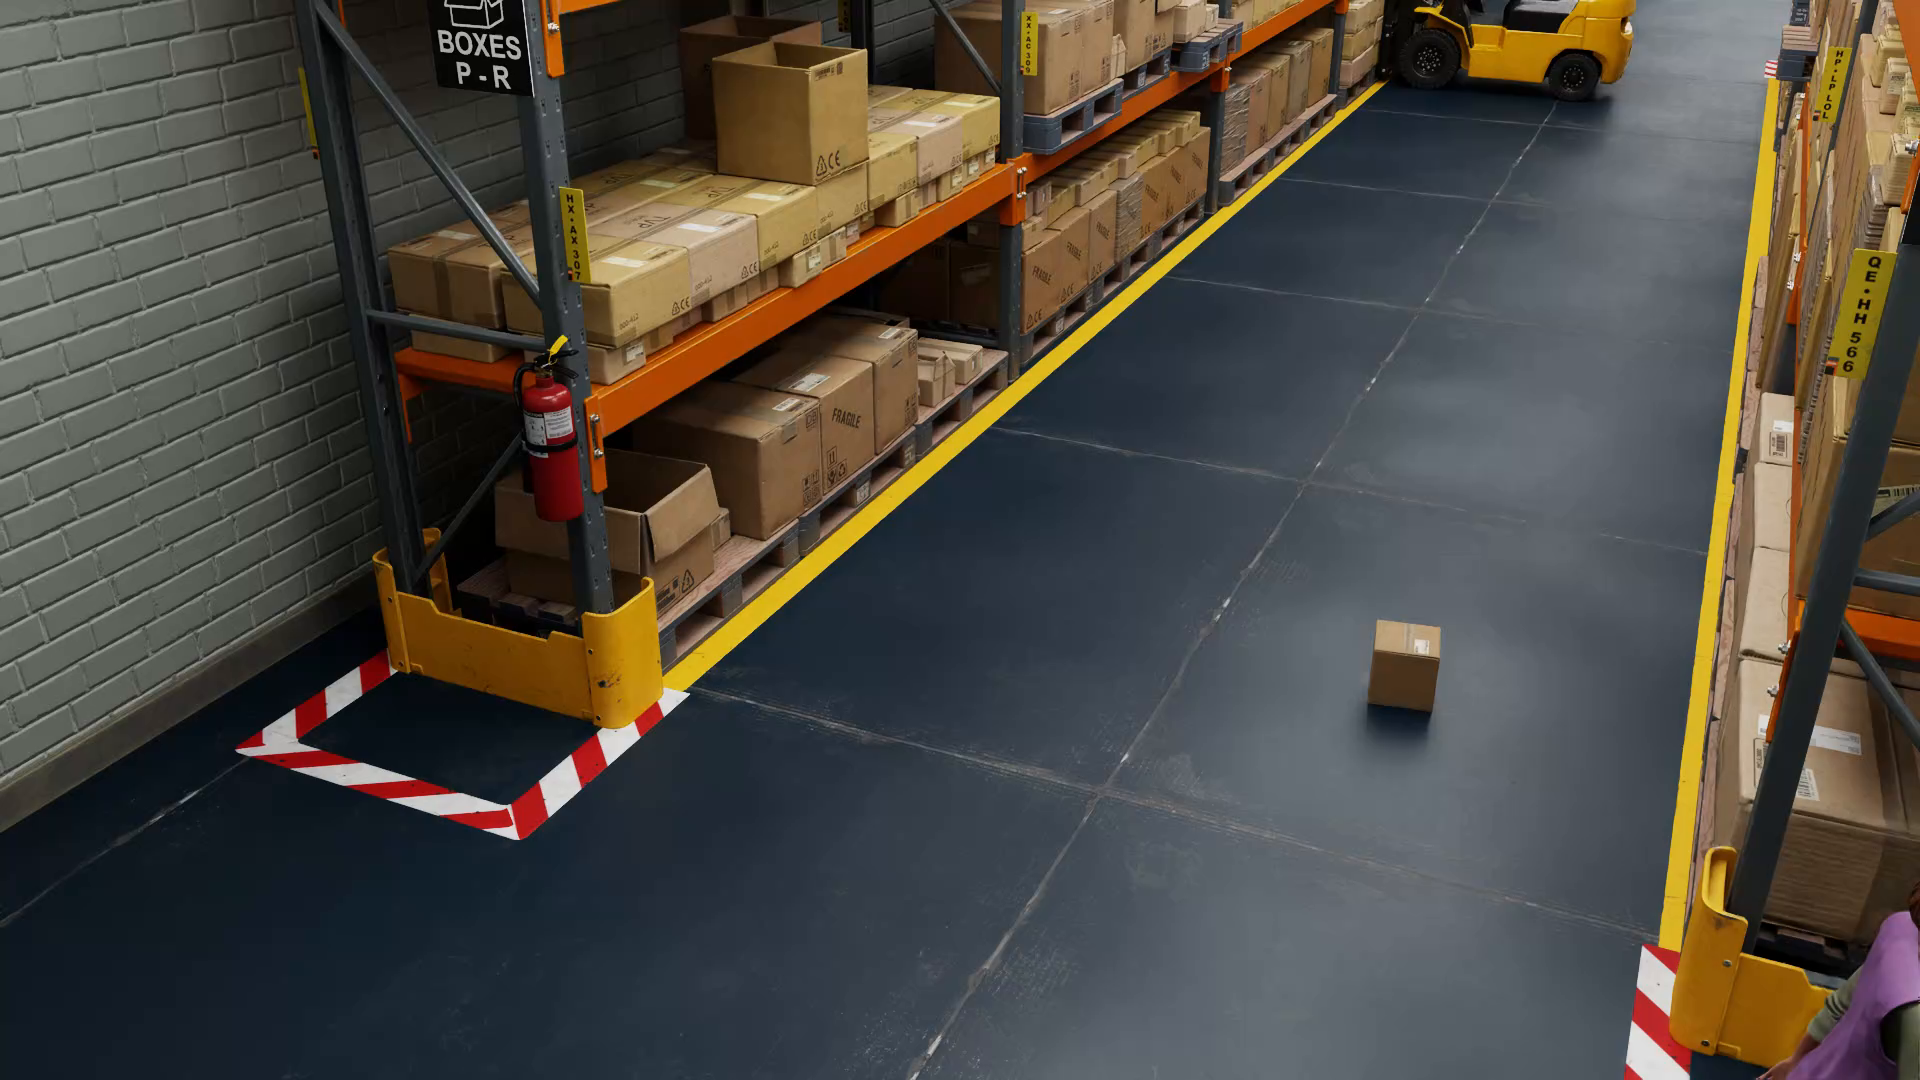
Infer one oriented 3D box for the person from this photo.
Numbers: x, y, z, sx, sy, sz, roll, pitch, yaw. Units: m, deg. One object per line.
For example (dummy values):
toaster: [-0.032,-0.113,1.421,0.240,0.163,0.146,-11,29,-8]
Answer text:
person: [1.899,1.286,3.571,1.049,1.518,0.469,15,30,28]
